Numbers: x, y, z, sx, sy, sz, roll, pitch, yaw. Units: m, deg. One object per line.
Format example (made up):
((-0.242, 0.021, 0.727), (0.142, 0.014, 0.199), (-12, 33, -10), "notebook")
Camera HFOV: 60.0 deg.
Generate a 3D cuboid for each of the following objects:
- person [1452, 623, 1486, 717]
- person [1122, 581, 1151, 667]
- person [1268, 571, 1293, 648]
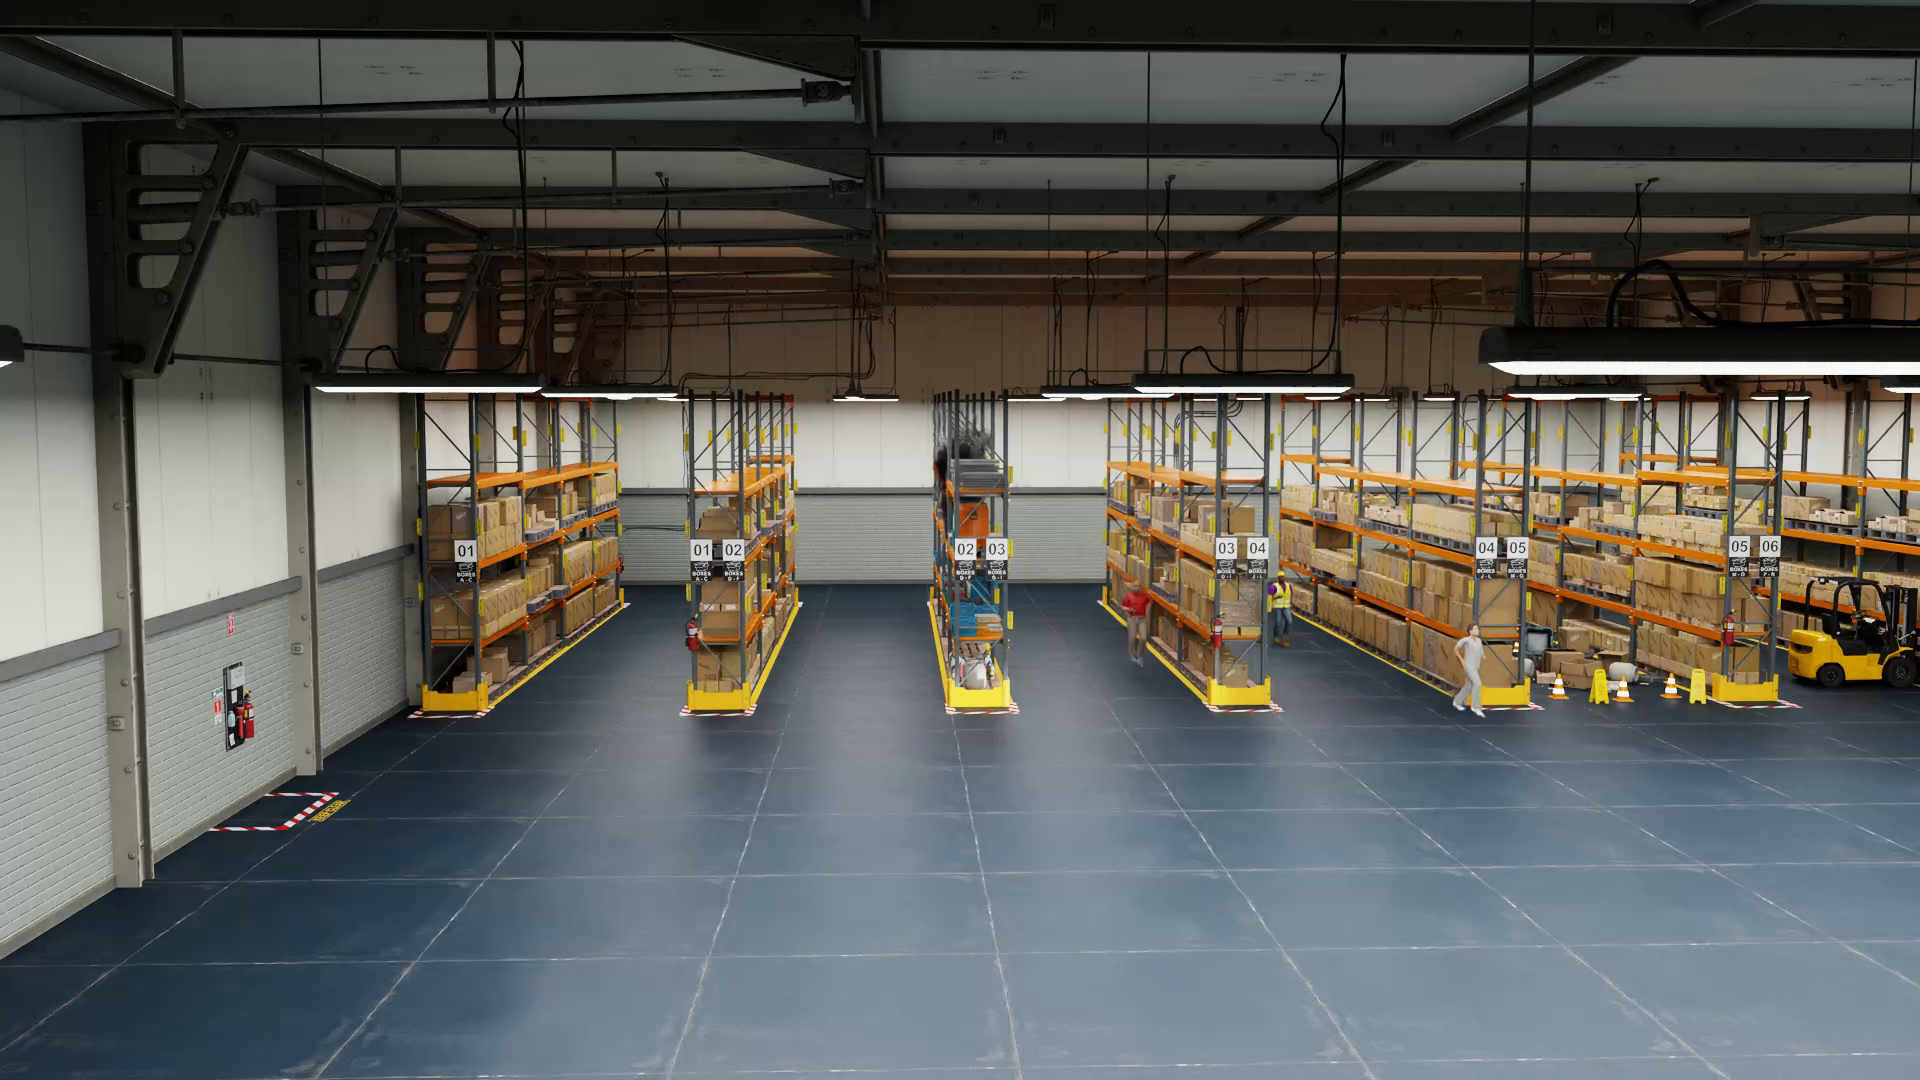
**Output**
((9.476, 2.376, 30.782), (0.563, 1.684, 0.745), (-3, 6, -36), "person")
((3.731, 1.770, 34.888), (0.645, 1.803, 0.647), (0, 5, -5), "person")
((7.621, 1.639, 39.343), (0.673, 1.812, 0.706), (-1, 5, -10), "person")
